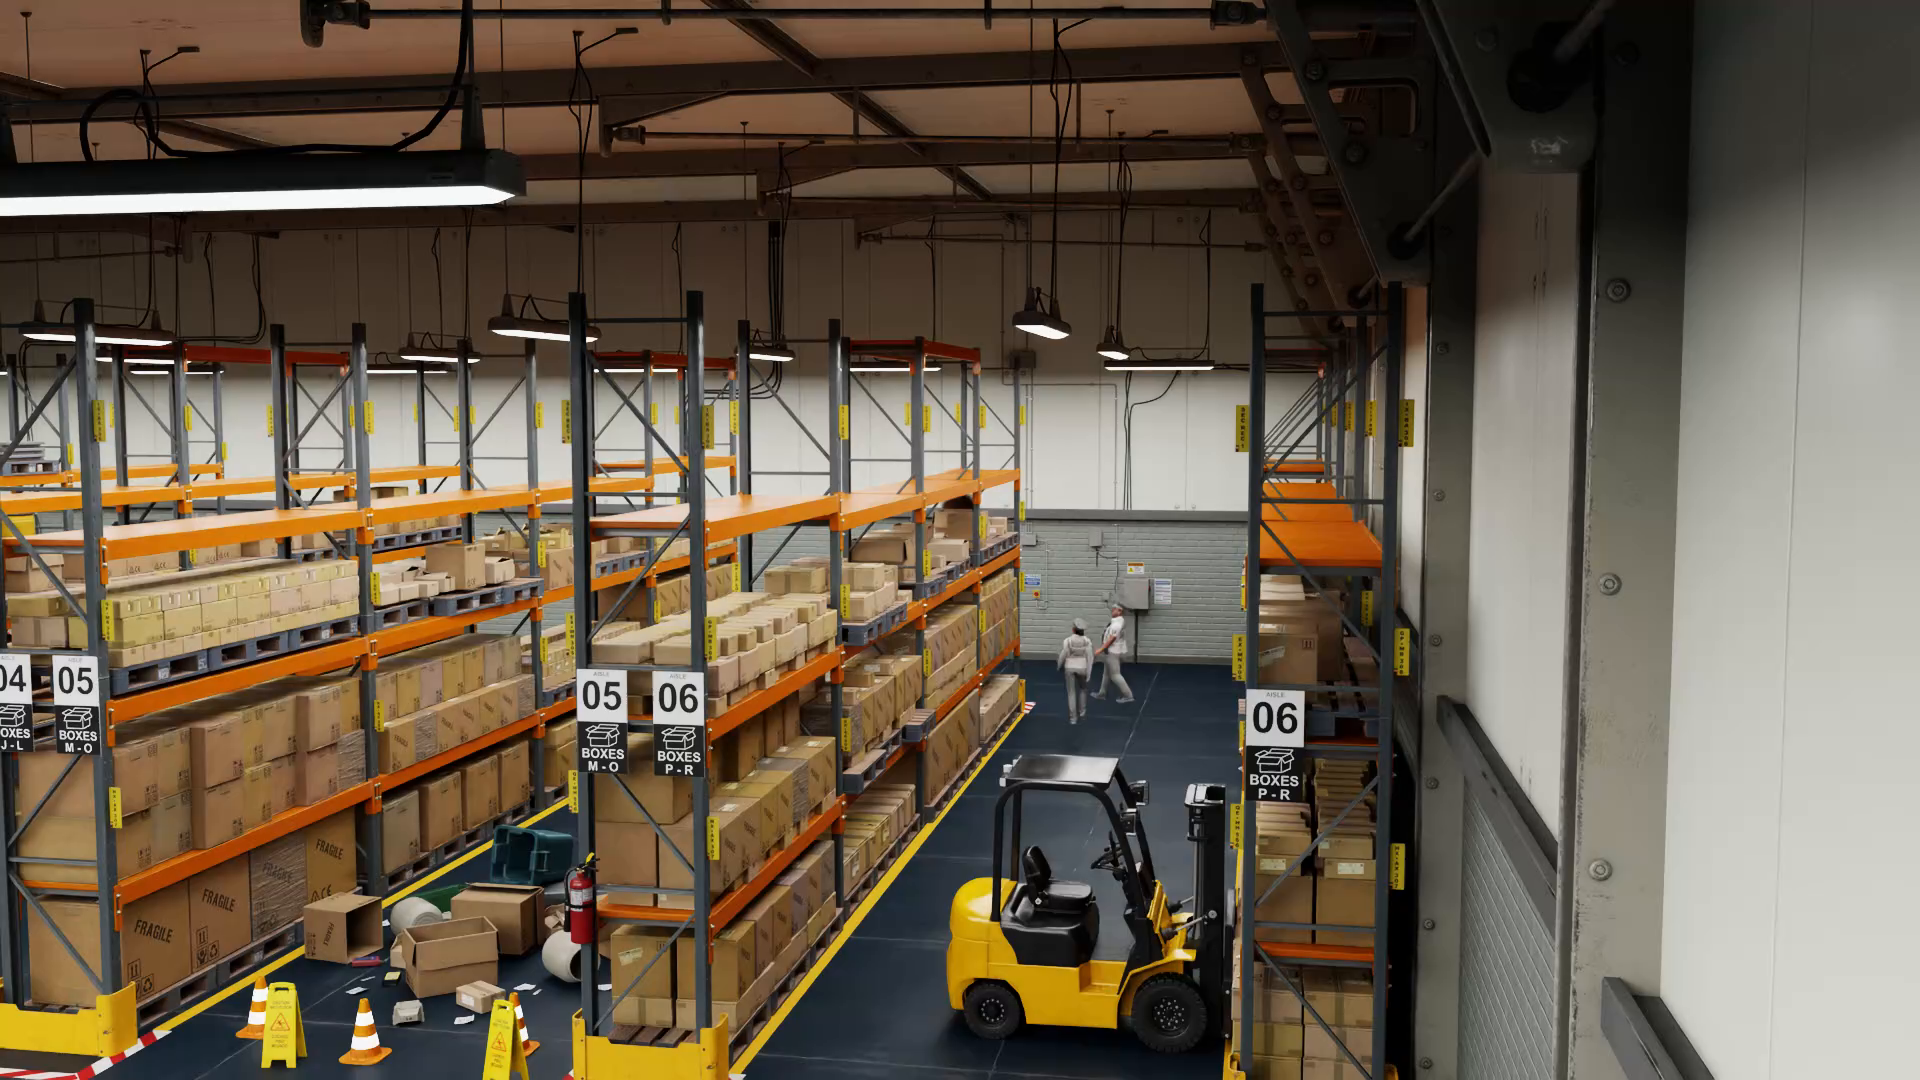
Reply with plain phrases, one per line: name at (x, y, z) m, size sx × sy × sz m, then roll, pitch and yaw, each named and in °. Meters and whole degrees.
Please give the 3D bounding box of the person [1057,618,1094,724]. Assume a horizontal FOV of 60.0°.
person at (1.817, 2.066, 26.232) m, size 0.580 × 1.705 × 0.760 m, roll 0°, pitch 5°, yaw 5°

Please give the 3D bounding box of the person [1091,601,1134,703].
person at (2.562, 1.878, 28.060) m, size 1.018 × 1.726 × 0.677 m, roll 4°, pitch 6°, yaw 41°
